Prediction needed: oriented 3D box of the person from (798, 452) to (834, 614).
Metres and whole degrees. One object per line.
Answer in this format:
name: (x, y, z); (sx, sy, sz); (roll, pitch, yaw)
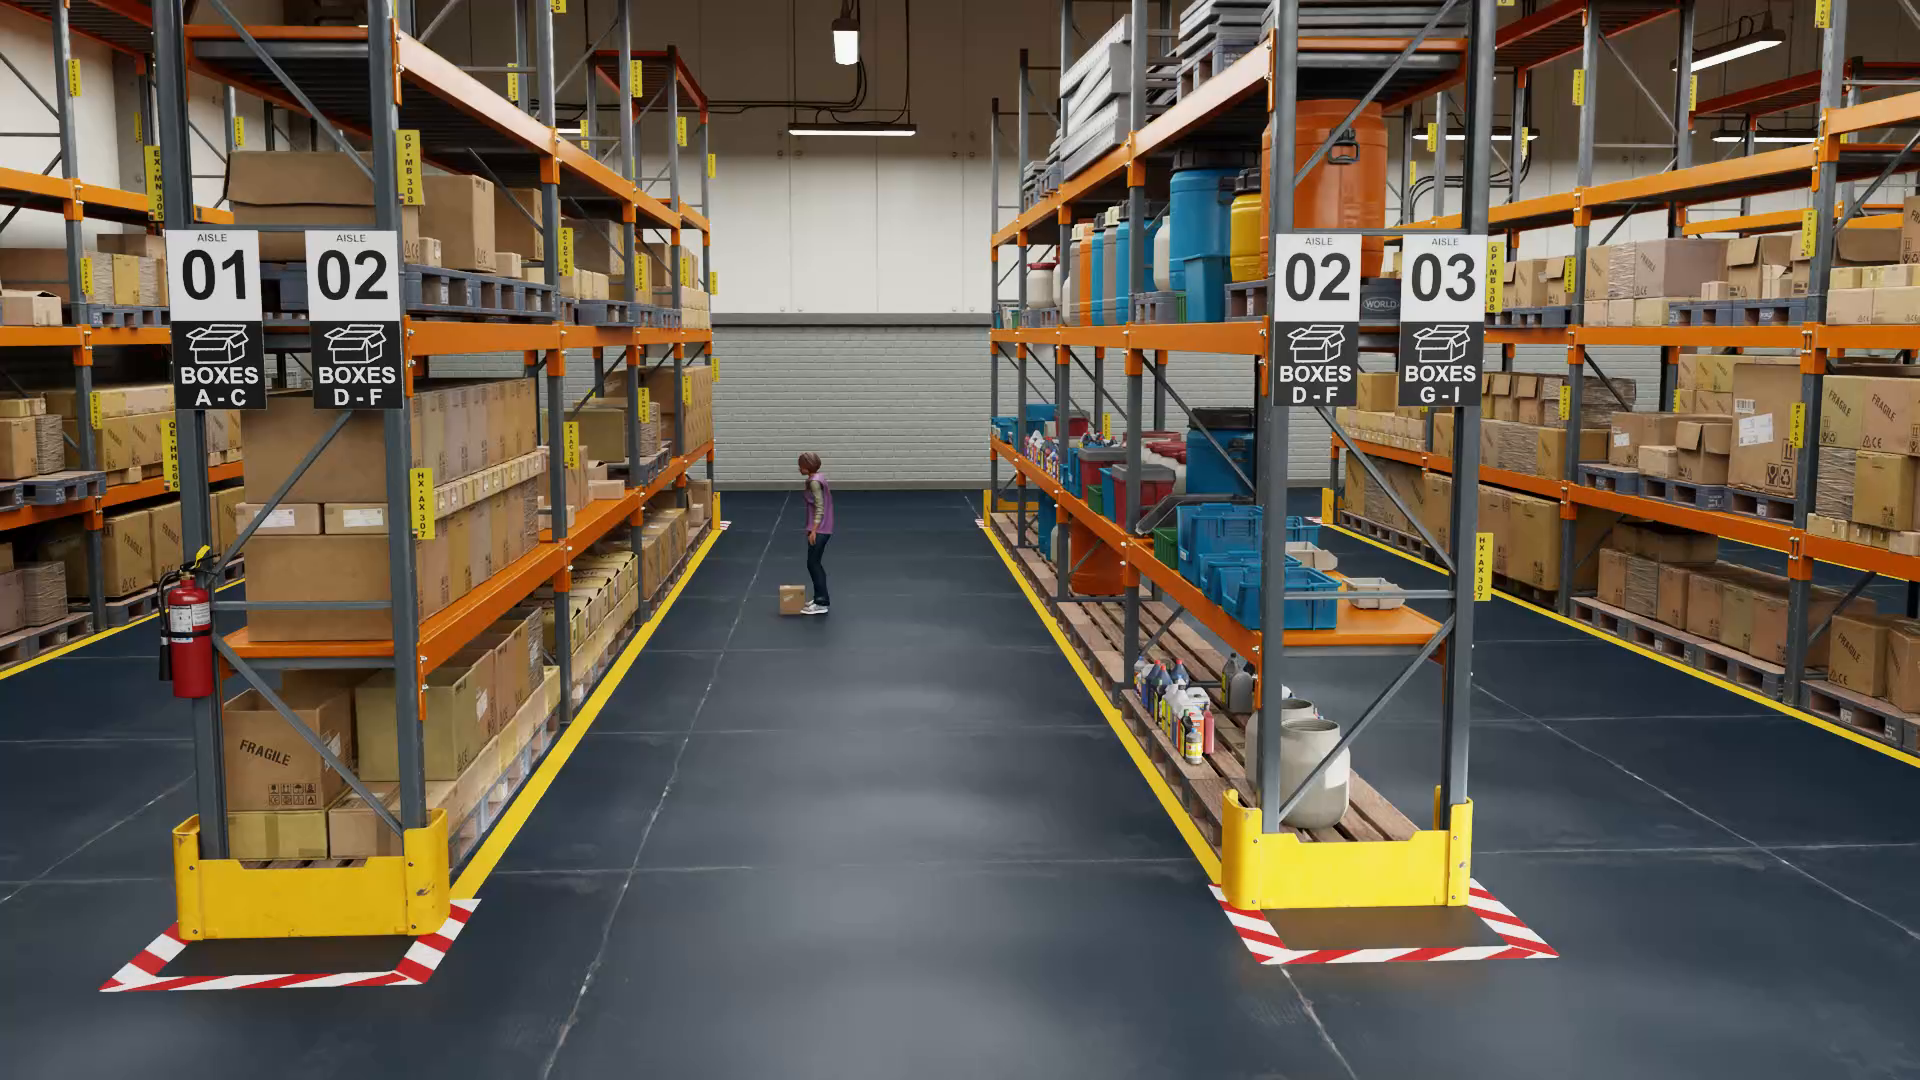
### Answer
person: (-1.418, -0.076, 16.410); (0.341, 1.594, 0.482); (-1, 7, -6)
